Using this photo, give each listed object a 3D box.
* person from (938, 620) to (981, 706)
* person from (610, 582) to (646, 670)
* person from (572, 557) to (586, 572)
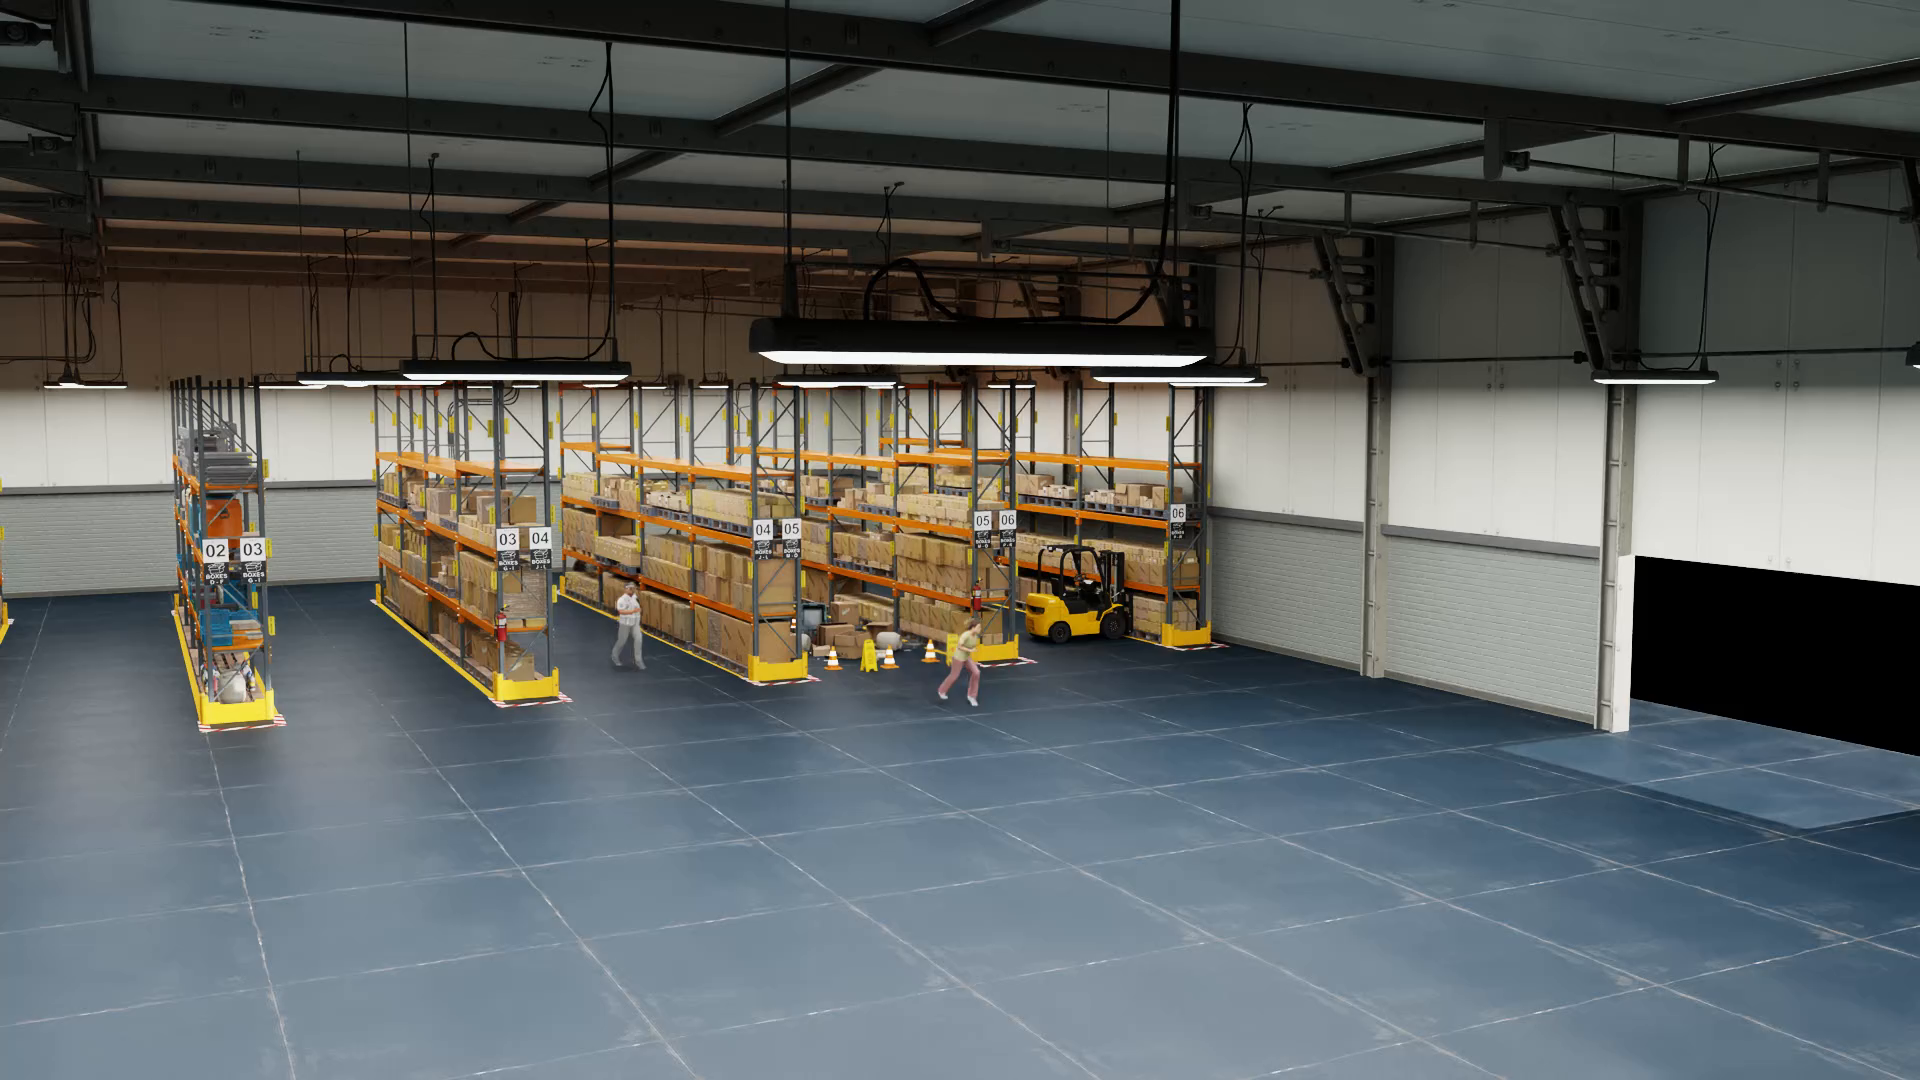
[{"bbox_3d":[-0.008,2.241,30.597,0.947,1.622,0.619,3,6,33],"label":"person"},{"bbox_3d":[-6.894,1.757,34.508,0.915,1.816,0.641,4,6,39],"label":"person"},{"bbox_3d":[-11.006,0.590,48.508,0.797,1.707,0.698,-1,5,-13],"label":"person"}]
